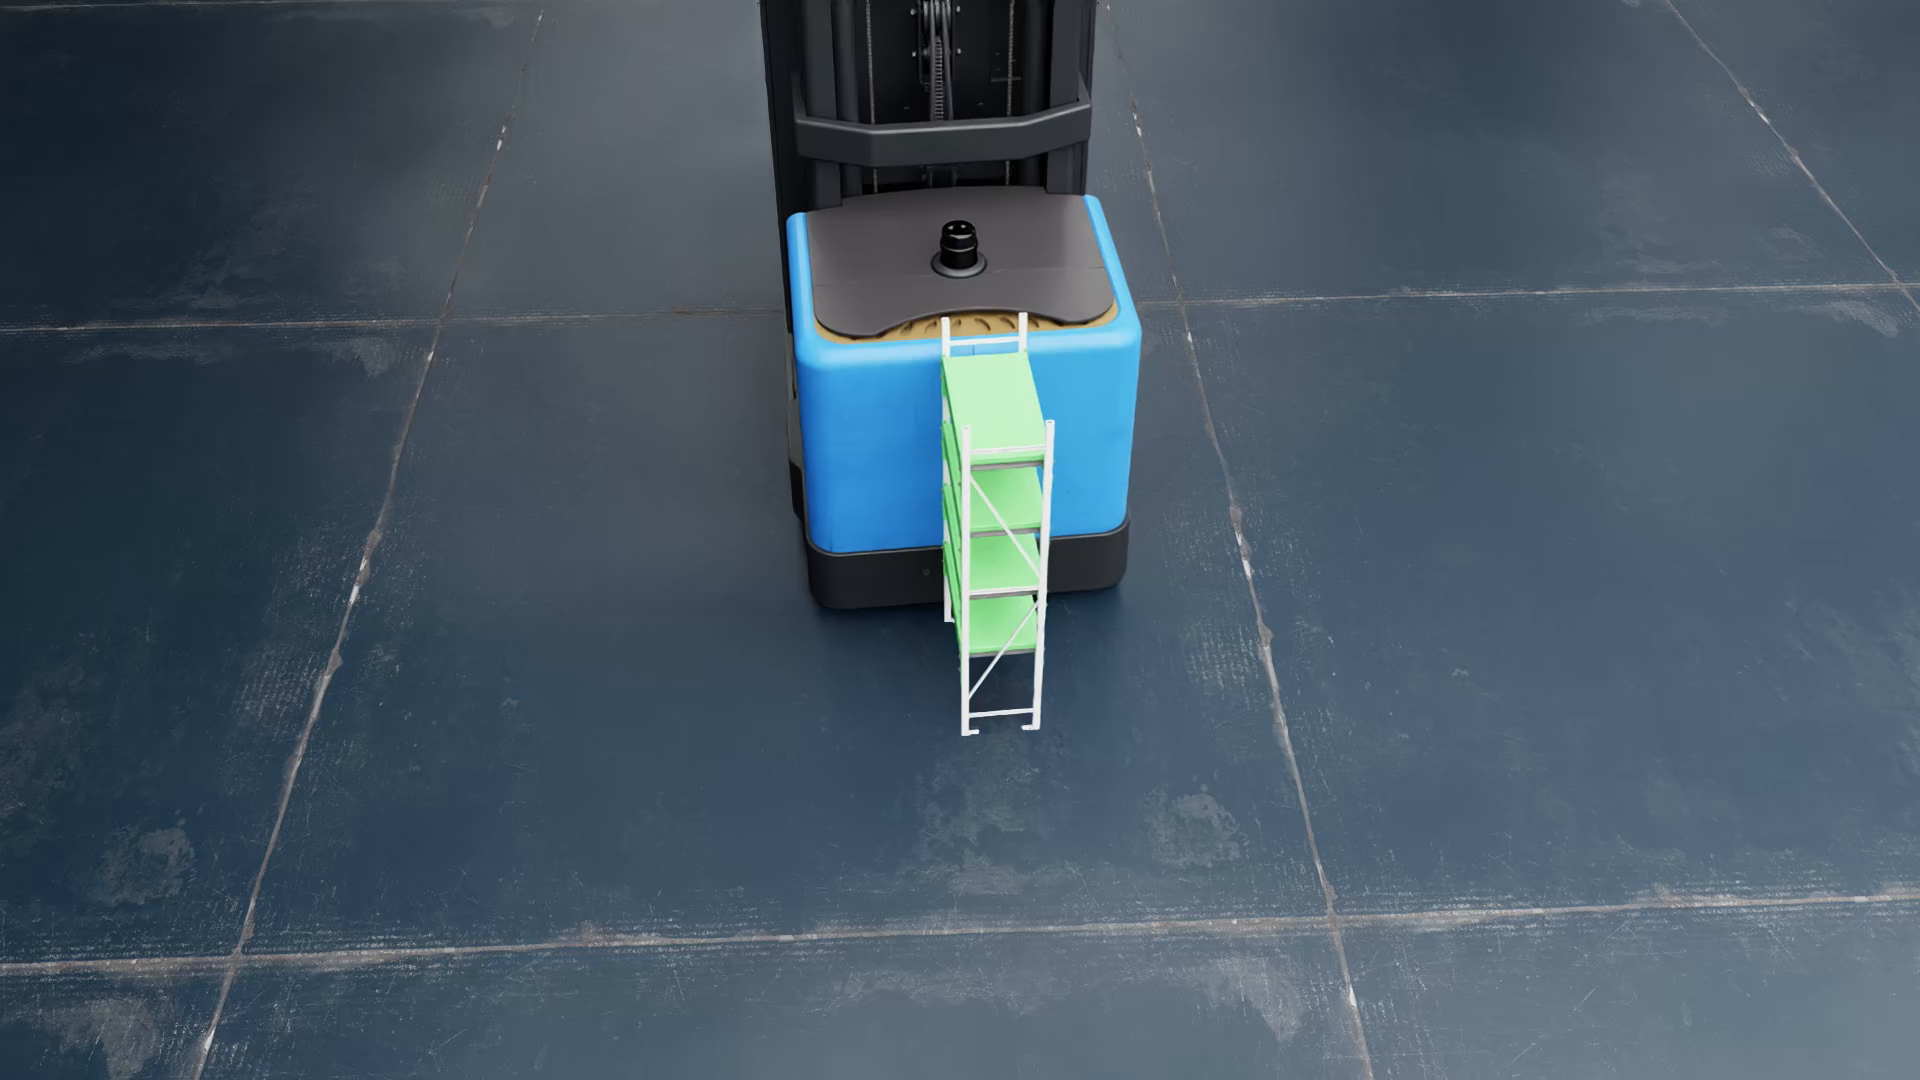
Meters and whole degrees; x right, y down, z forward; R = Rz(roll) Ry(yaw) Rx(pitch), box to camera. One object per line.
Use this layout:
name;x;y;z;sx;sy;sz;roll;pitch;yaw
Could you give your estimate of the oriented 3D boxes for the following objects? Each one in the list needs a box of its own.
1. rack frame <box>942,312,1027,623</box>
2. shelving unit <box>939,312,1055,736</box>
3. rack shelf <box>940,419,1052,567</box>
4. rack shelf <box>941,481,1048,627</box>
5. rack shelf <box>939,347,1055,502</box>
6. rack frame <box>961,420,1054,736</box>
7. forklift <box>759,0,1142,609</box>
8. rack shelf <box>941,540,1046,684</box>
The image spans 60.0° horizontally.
rack frame;0.069;-0.183;5.062;0.240;1.200;0.015;-4;43;-5
shelving unit;0.096;-0.019;4.883;0.258;1.200;0.503;-4;43;-5
rack shelf;0.096;-0.149;4.764;0.258;0.148;0.480;-4;43;-5
rack shelf;0.096;0.028;4.926;0.258;0.148;0.480;-4;43;-5
rack shelf;0.096;-0.326;4.602;0.258;0.148;0.480;-4;43;-5
rack frame;0.124;0.144;4.705;0.240;1.200;0.015;-4;43;-5
forklift;-0.130;-1.851;5.600;1.130;2.935;3.031;-4;43;-5
rack shelf;0.096;0.205;5.089;0.258;0.148;0.480;-4;43;-5
